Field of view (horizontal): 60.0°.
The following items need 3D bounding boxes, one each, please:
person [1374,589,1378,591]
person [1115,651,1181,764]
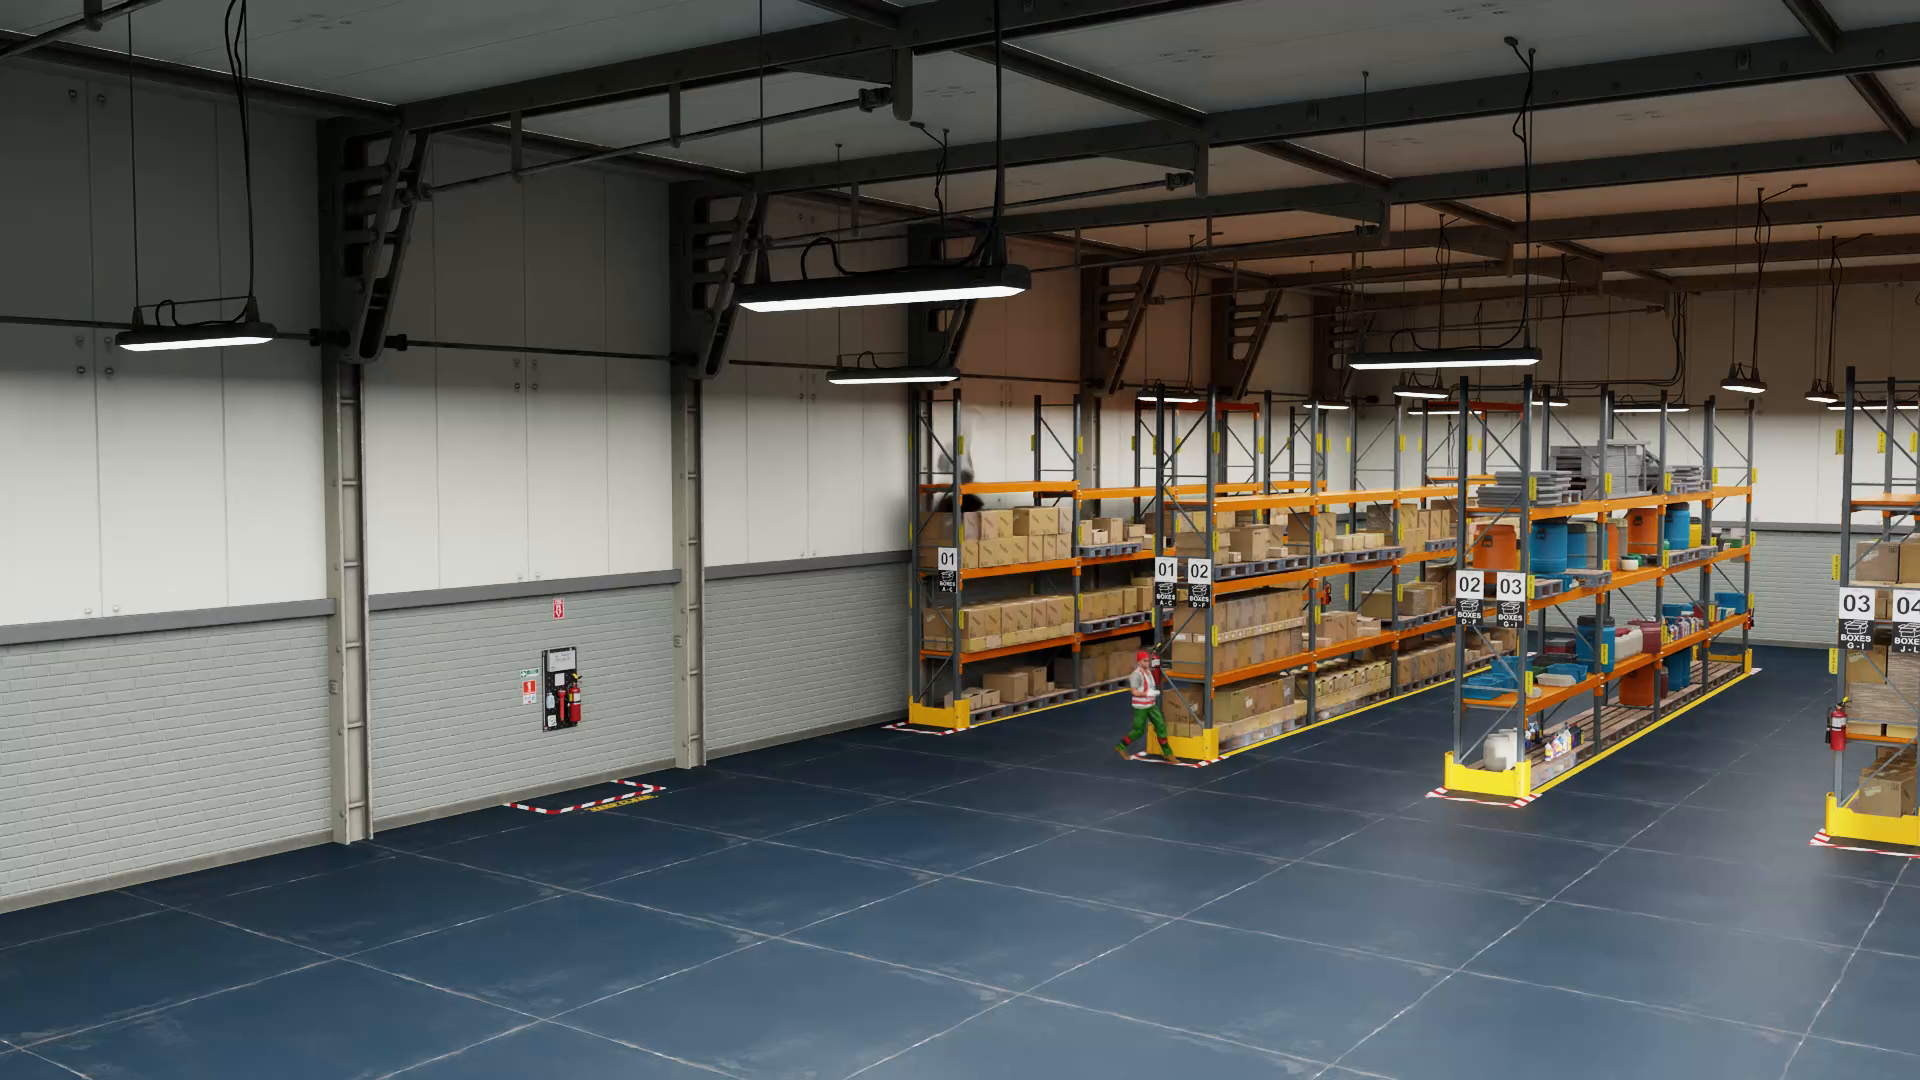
[{"bbox_3d":[9.427,1.982,37.613,0.658,1.773,1.135,2,4,35],"label":"person"},{"bbox_3d":[2.893,2.620,26.064,1.004,1.779,0.673,2,4,36],"label":"person"}]
